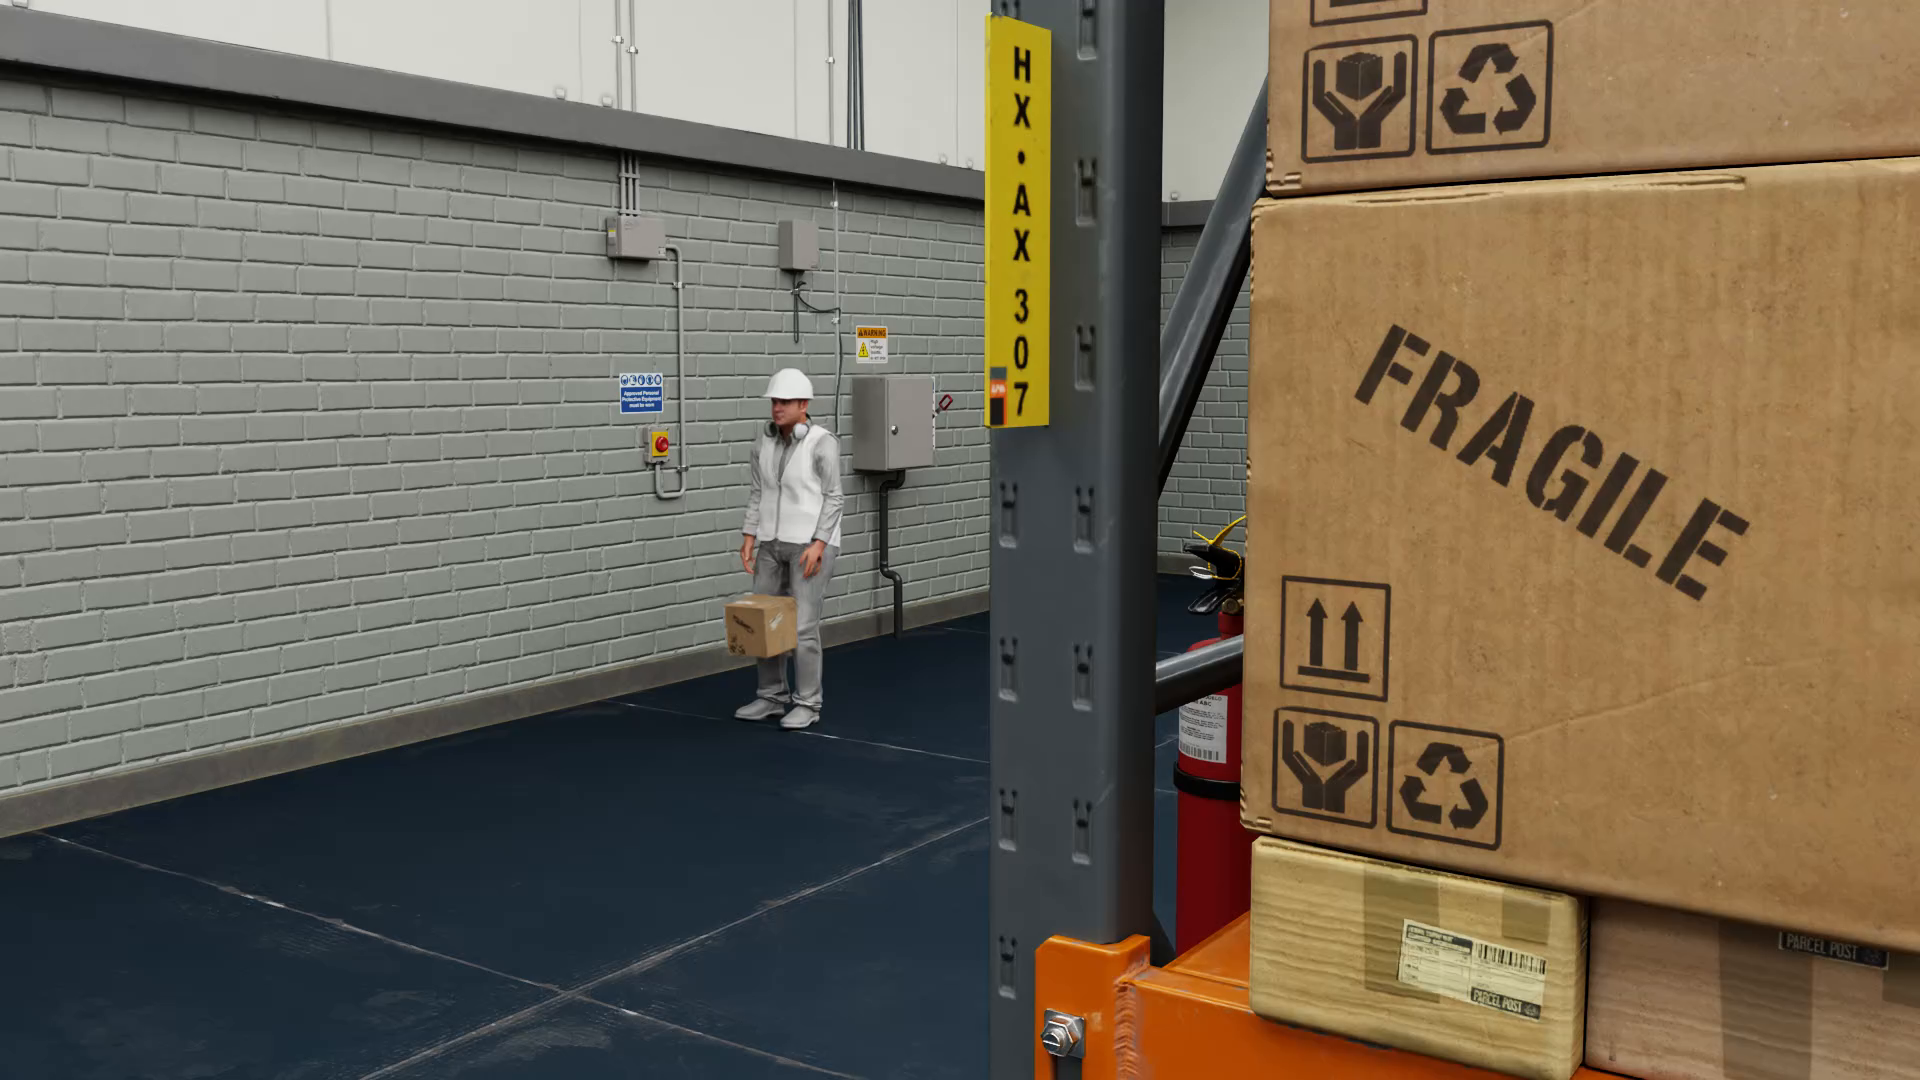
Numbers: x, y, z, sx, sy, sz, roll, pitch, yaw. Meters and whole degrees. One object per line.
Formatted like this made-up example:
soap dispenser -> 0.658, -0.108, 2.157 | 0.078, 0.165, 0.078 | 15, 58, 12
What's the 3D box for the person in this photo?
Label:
person -> -0.841, 0.032, 8.334 | 0.560, 1.776, 0.472 | 4, 7, 32
